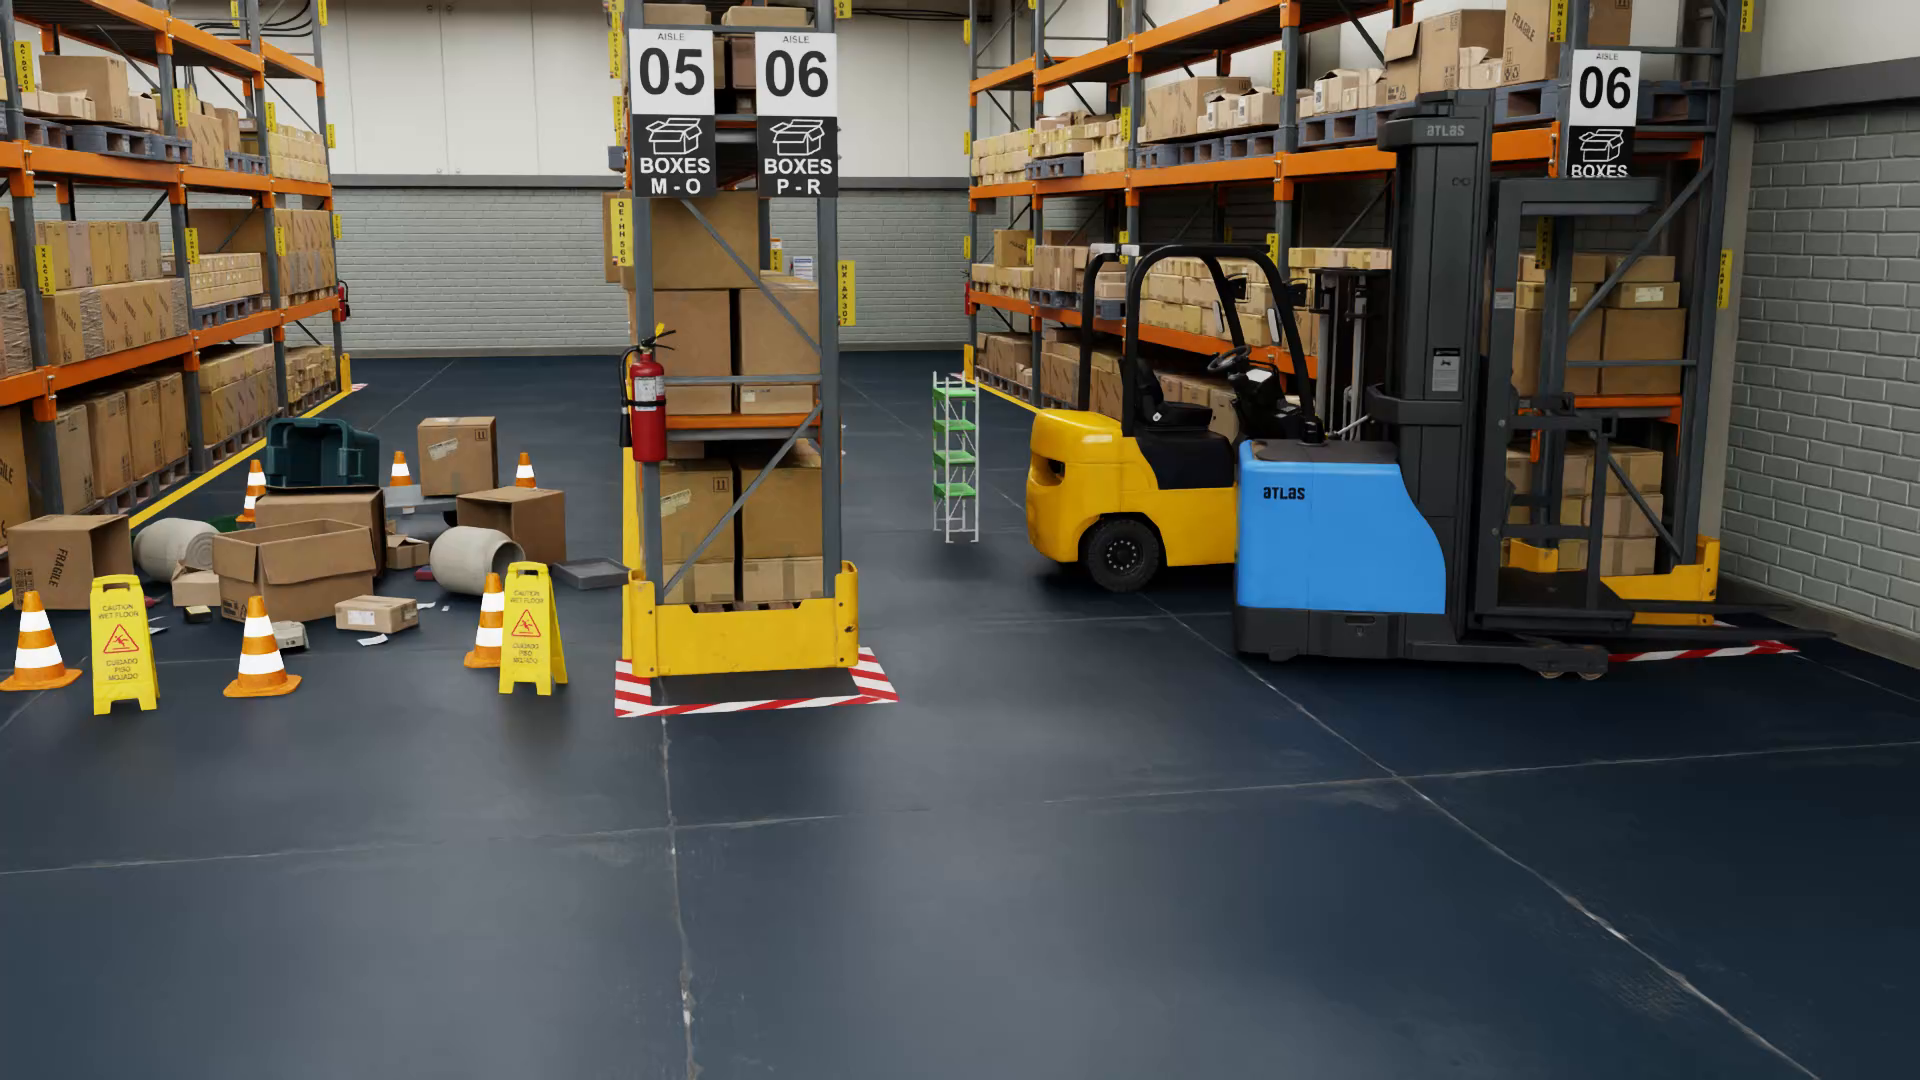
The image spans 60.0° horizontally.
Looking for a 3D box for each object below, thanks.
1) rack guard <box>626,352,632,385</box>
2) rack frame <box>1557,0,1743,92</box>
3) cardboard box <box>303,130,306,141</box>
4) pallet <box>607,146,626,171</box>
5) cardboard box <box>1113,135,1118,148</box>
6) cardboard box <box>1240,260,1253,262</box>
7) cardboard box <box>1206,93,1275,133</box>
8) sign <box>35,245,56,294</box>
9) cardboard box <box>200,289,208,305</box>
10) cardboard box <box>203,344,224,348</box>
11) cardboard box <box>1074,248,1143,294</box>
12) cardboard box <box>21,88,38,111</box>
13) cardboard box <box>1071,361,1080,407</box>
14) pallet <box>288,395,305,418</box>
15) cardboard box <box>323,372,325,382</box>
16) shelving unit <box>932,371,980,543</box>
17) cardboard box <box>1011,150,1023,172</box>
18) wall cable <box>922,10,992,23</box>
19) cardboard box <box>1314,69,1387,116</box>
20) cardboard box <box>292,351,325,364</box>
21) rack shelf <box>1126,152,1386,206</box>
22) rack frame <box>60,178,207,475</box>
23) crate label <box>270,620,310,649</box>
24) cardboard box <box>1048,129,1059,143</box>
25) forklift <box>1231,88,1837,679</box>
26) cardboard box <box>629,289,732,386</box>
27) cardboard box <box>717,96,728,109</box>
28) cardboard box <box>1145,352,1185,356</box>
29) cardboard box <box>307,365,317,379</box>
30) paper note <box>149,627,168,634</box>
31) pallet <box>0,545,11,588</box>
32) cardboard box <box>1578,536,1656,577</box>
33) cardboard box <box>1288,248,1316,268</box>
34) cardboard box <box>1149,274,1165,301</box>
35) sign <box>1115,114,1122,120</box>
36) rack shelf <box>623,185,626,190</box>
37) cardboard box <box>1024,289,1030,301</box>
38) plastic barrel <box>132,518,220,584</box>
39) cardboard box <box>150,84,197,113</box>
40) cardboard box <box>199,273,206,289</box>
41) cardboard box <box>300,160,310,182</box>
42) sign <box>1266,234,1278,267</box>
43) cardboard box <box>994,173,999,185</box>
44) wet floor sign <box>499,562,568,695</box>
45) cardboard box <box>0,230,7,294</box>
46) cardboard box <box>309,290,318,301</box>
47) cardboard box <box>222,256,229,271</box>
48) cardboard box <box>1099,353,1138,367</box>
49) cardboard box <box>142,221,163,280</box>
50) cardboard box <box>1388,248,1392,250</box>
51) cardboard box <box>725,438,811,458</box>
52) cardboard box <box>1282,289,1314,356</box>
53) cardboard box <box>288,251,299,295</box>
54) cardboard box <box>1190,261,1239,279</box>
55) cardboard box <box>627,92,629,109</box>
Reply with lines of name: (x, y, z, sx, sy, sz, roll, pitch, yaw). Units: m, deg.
rack guard: (-4.232, -2.518, 24.089, 1.175, 0.500, 0.348, -2, 11, -11)
rack frame: (3.753, -3.935, 8.805, 1.000, 3.000, 0.127, -2, 11, -11)
cardboard box: (-8.560, -5.145, 21.181, 0.380, 0.149, 0.250, -2, 11, -12)
pallet: (-2.849, -3.771, 16.471, 1.213, 0.211, 1.003, -2, 11, -8)
cardboard box: (1.834, -4.205, 17.579, 0.380, 0.149, 0.250, -2, 11, -10)
cardboard box: (2.776, -2.490, 15.255, 0.380, 0.149, 0.250, -2, 11, -9)
cardboard box: (2.446, -3.672, 14.291, 0.500, 0.311, 0.500, -3, 11, -13)
sign: (-6.185, -1.827, 11.245, 0.100, 0.325, 0.005, -2, 11, -11)
cardboard box: (-7.501, -2.347, 16.052, 0.380, 0.149, 0.250, -2, 11, -8)
cardboard box: (-8.401, -2.011, 18.296, 0.500, 0.250, 0.500, -3, 11, -14)
cardboard box: (1.698, -3.005, 18.564, 0.797, 0.503, 0.637, -2, 11, -12)
cardboard box: (-6.602, -3.125, 11.539, 0.258, 0.266, 0.396, -2, 11, -12)
cardboard box: (1.593, -1.786, 19.121, 0.500, 0.500, 0.500, -3, 11, -13)
pallet: (-8.451, -1.561, 19.836, 1.003, 0.211, 1.213, -2, 11, -11)
cardboard box: (-8.640, -2.165, 22.049, 0.380, 0.149, 0.250, -2, 11, -11)
shelving unit: (-0.032, -0.620, 12.244, 0.258, 1.200, 0.503, -2, 11, -11)
cardboard box: (0.968, -4.909, 21.551, 0.500, 0.250, 0.500, -3, 11, -13)
wall cable: (0.799, -10.684, 29.386, 2.988, 3.039, 0.133, -2, 11, -11)
cardboard box: (2.897, -3.246, 12.052, 0.500, 0.311, 0.500, -2, 11, -10)
cardboard box: (-8.449, -2.365, 21.511, 0.380, 0.149, 0.250, -2, 11, -9)
rack shelf: (2.586, -3.209, 14.935, 1.077, 0.370, 4.000, -2, 11, -11)
rack frame: (-7.507, -2.076, 15.080, 1.000, 3.000, 0.127, -2, 11, -11)
crate label: (-3.701, 0.528, 9.056, 0.250, 0.136, 0.298, -9, 14, -40)
cardboard box: (1.252, -4.729, 19.486, 0.380, 0.149, 0.250, -2, 11, -12)
forklift: (3.009, -0.837, 8.755, 3.031, 2.935, 1.130, 2, 11, 8)
cardboard box: (-1.491, -1.092, 8.848, 0.500, 0.500, 0.500, -2, 11, -12)
cardboard box: (-1.165, -2.642, 9.636, 0.500, 0.250, 0.500, -2, 11, -9)
cardboard box: (2.287, -2.005, 18.536, 0.380, 0.149, 0.250, -3, 11, -14)
cardboard box: (-8.352, -2.122, 21.027, 0.380, 0.149, 0.250, -2, 11, -10)
paper note: (-4.583, 0.509, 9.444, 0.144, 0.017, 0.142, 2, 11, 9)
pallet: (-6.658, 0.170, 10.739, 1.003, 0.211, 1.213, -2, 11, -11)
cardboard box: (3.849, 0.059, 10.095, 0.500, 0.250, 0.500, -2, 11, -11)
cardboard box: (2.746, -2.167, 12.759, 0.380, 0.149, 0.250, -2, 11, -10)
cardboard box: (2.140, -2.445, 16.086, 0.500, 0.250, 0.500, -2, 11, -9)
sign: (1.962, -5.131, 20.673, 0.100, 0.325, 0.005, -2, 11, -11)
rack shelf: (-3.838, -4.495, 21.692, 1.077, 0.370, 4.000, -2, 11, -11)
cardboard box: (1.037, -3.162, 21.459, 0.380, 0.149, 0.250, -2, 11, -9)
plastic barrel: (-5.004, 0.076, 10.666, 0.512, 0.421, 0.421, 6, 12, 28)
cardboard box: (-7.416, -4.153, 15.658, 0.396, 0.266, 0.258, -2, 11, -11)
cardboard box: (-7.514, -2.499, 16.058, 0.380, 0.149, 0.250, -2, 11, -13)
cardboard box: (-8.403, -4.588, 20.655, 0.500, 0.250, 0.500, -2, 11, -8)
sign: (2.444, -2.230, 13.007, 0.100, 0.325, 0.005, -2, 11, -11)
cardboard box: (0.678, -4.921, 22.680, 0.380, 0.149, 0.250, -2, 11, -11)
wet floor sign: (-2.128, 0.423, 8.247, 0.267, 0.644, 0.232, 2, 11, 9)
cardboard box: (-6.470, -1.781, 10.241, 0.875, 0.550, 0.550, -2, 11, -11)
cardboard box: (-8.553, -3.182, 21.566, 0.380, 0.149, 0.250, -3, 11, -14)
cardboard box: (-7.709, -2.830, 16.998, 0.380, 0.149, 0.250, -2, 11, -12)
cardboard box: (1.754, -1.983, 18.419, 0.380, 0.149, 0.250, -2, 11, -9)
cardboard box: (-7.430, -2.533, 14.543, 0.700, 0.500, 0.500, -2, 11, -11)
cardboard box: (3.406, -2.093, 12.371, 0.380, 0.149, 0.250, -2, 11, -12)
cardboard box: (-1.202, -0.381, 10.403, 0.500, 0.500, 0.500, -2, 11, -10)
cardboard box: (2.805, -1.680, 12.734, 0.500, 0.500, 0.500, -2, 11, -13)
cardboard box: (-8.238, -3.195, 19.898, 0.500, 0.500, 0.500, -2, 11, -11)
cardboard box: (2.285, -2.423, 14.904, 0.380, 0.149, 0.250, -2, 11, -13)
cardboard box: (-1.540, -2.257, 8.681, 0.380, 0.149, 0.250, -2, 11, -11)
